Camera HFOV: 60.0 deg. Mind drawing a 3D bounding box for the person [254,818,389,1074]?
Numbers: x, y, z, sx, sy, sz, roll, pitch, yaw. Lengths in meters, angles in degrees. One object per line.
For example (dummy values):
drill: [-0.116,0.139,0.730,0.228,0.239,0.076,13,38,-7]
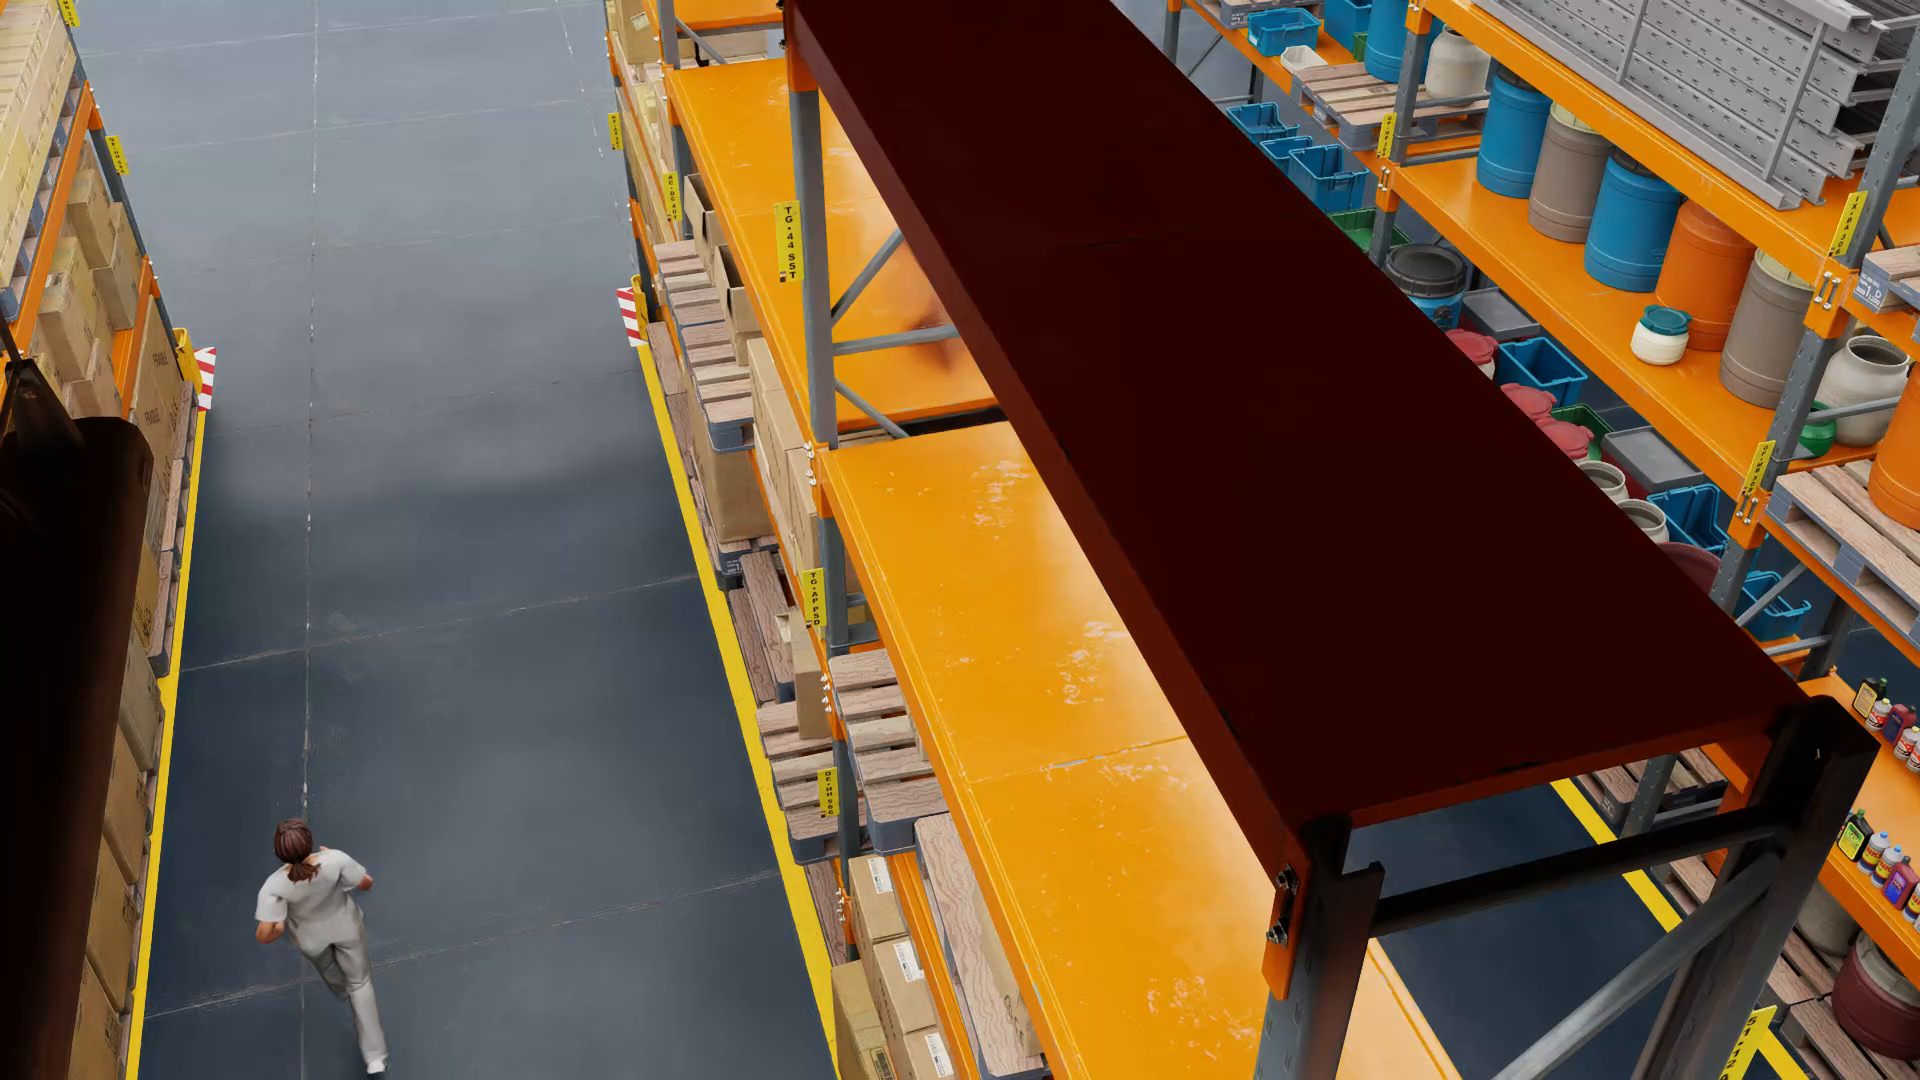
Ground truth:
person: [-3.225,1.993,8.472,0.571,1.695,0.908,-17,41,-20]
